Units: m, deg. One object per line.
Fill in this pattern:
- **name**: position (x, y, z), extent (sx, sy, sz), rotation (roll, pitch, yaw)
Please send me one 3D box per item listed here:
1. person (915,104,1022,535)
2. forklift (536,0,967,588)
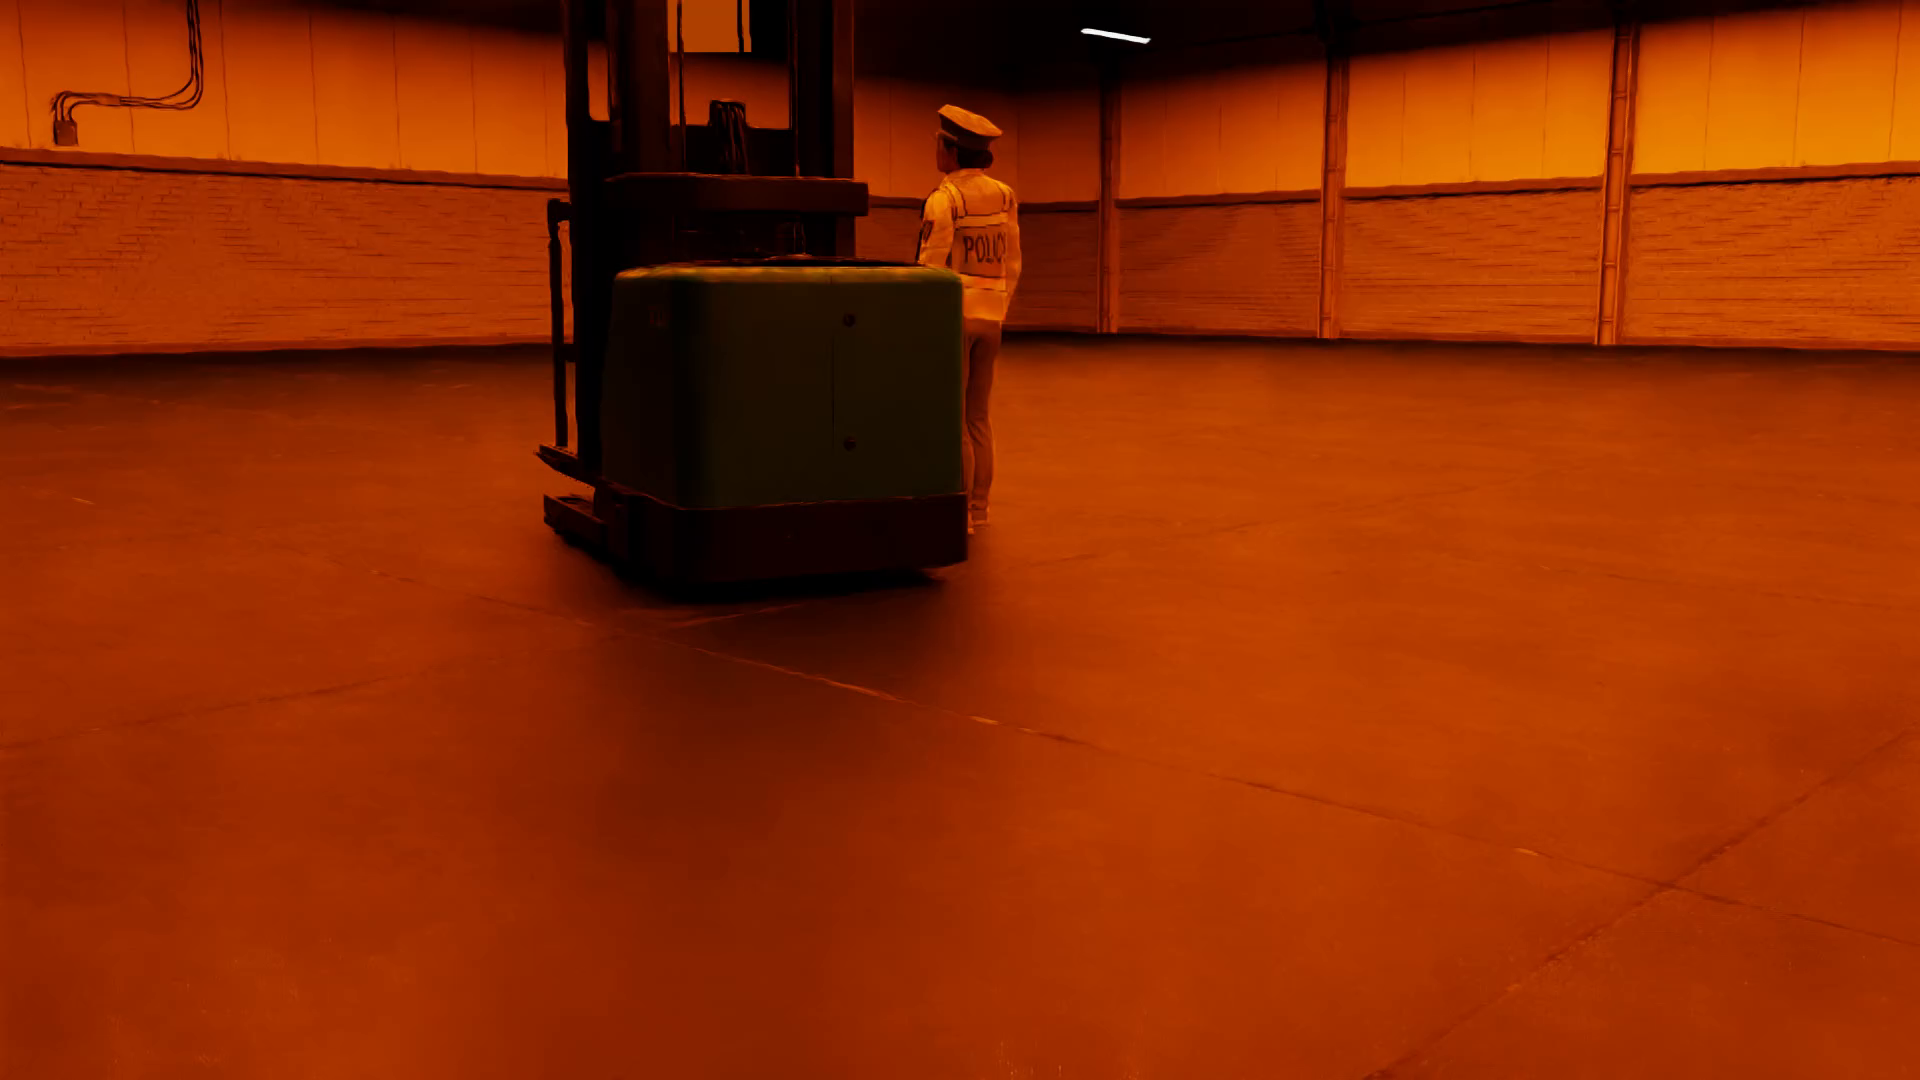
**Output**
- **person**: position (-0.045, -0.862, 6.641), extent (0.529, 1.693, 0.586), rotation (8, 12, 43)
- **forklift**: position (-1.075, -1.472, 6.651), extent (1.130, 2.935, 3.031), rotation (-4, 10, -26)
